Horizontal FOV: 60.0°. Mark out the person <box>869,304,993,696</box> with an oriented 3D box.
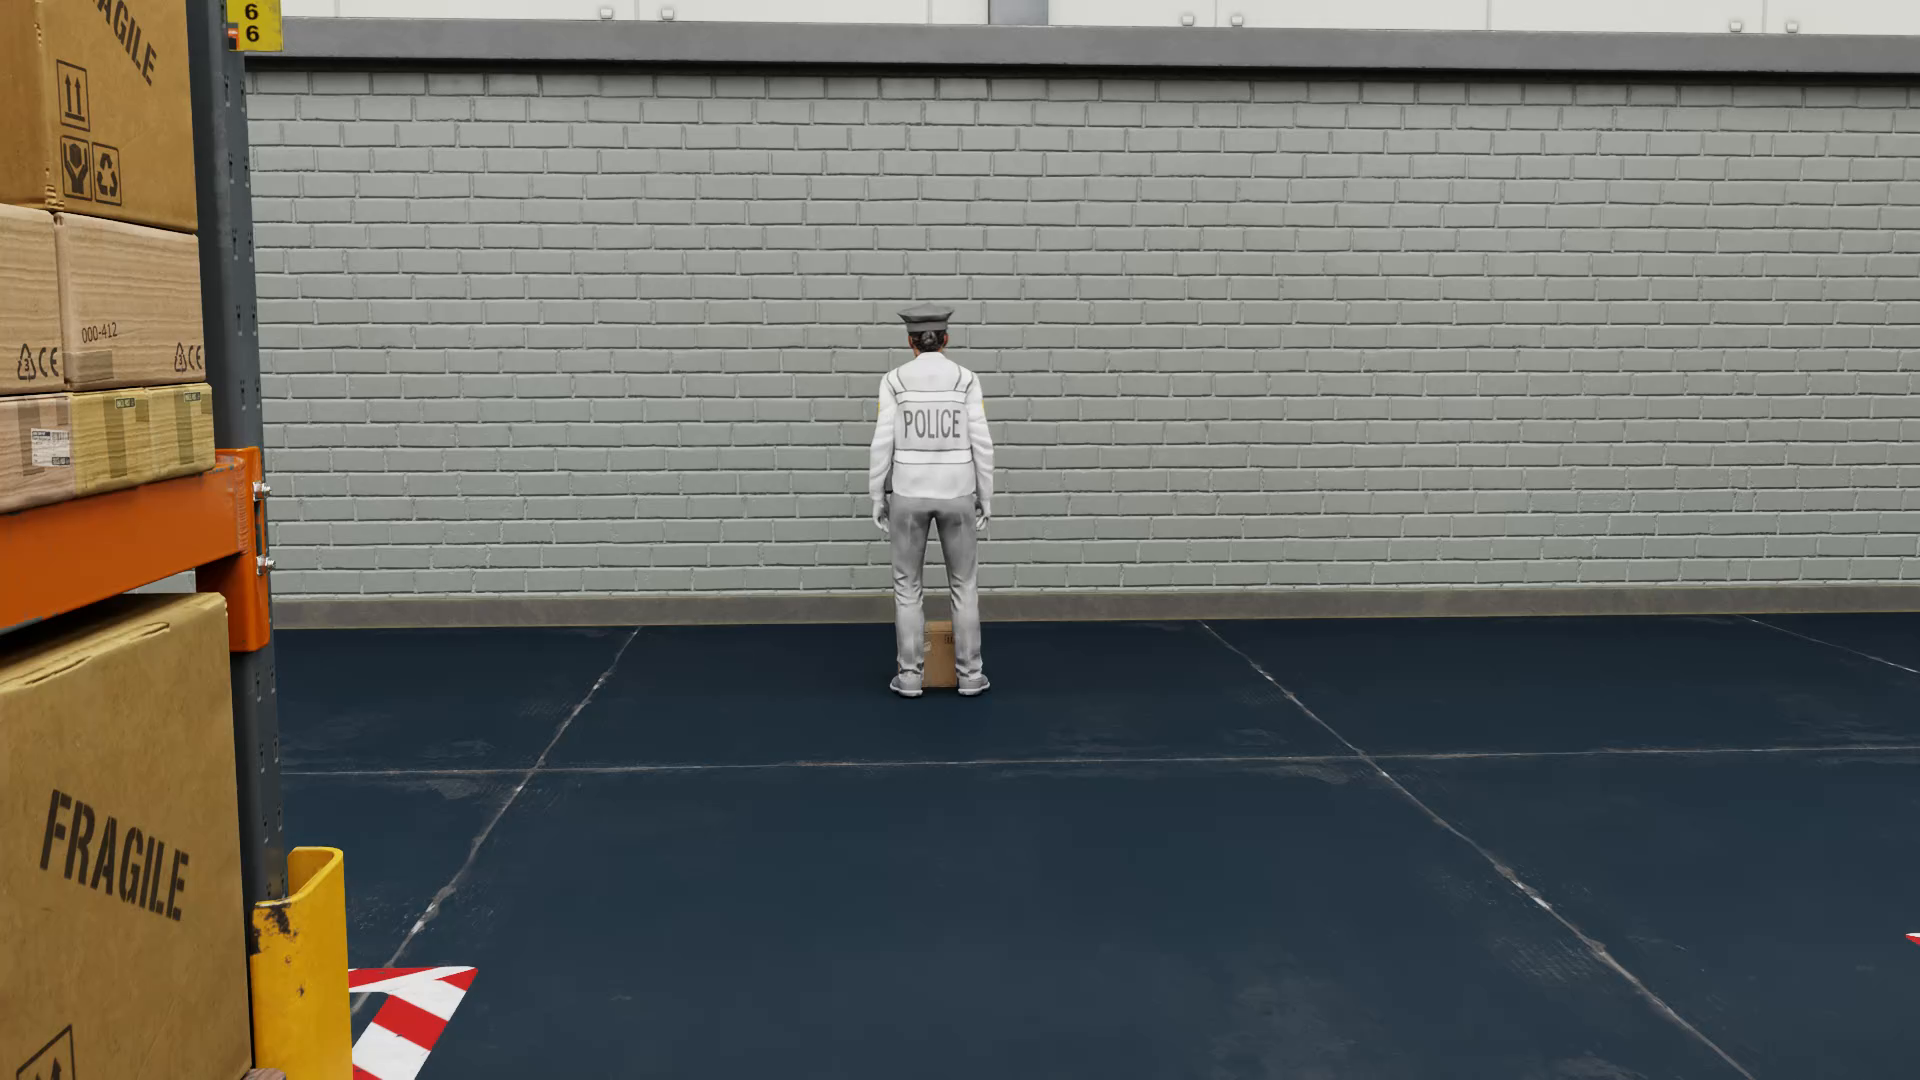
[{"bbox_3d":[-0.120,-0.164,7.080,0.529,1.663,0.372,0,7,-3],"label":"person"}]
